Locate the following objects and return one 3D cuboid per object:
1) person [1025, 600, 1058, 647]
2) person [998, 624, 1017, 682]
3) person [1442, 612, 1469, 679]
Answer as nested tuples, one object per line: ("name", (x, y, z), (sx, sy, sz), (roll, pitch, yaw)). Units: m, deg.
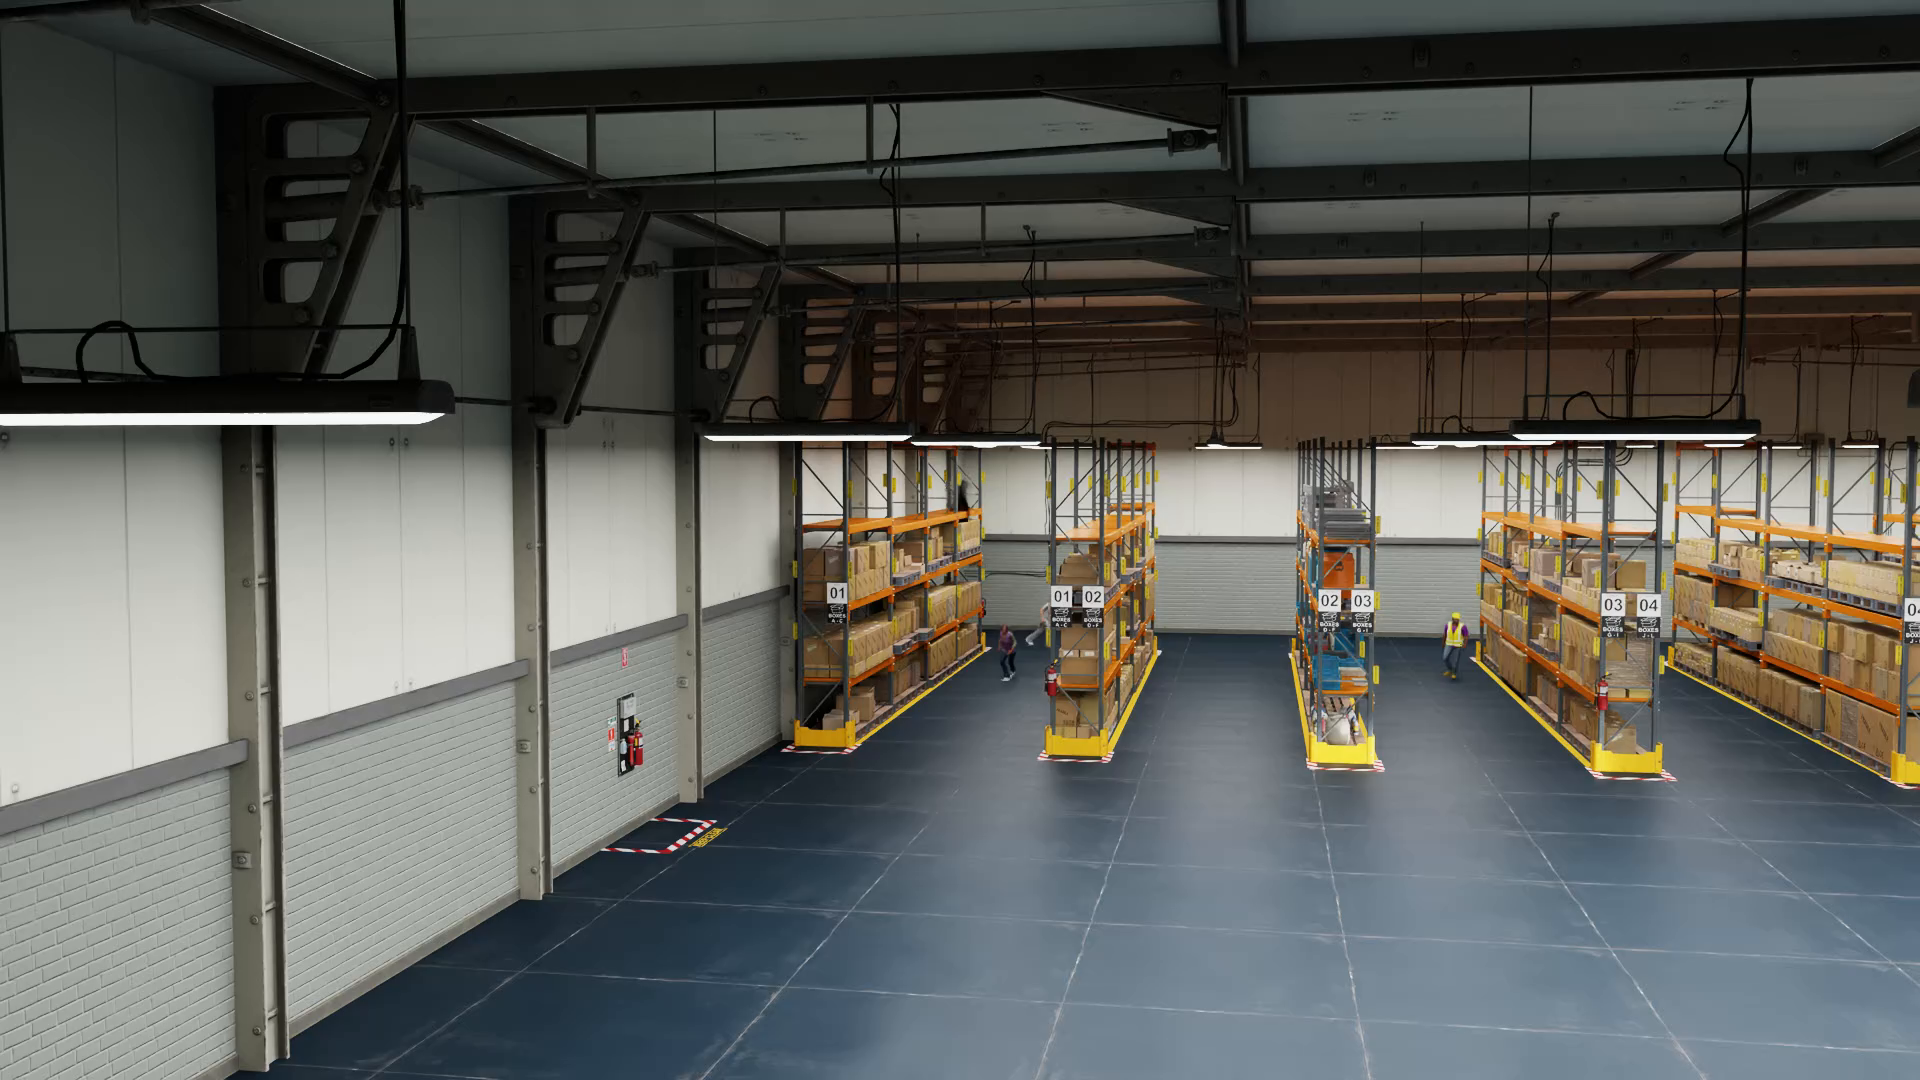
("person", (2.410, 2.372, 48.789), (1.029, 1.528, 0.555), (2, 3, 27))
("person", (1.242, 2.790, 41.603), (0.534, 1.440, 0.997), (1, 3, 23))
("person", (12.416, 2.648, 41.753), (0.711, 1.713, 0.691), (2, 3, 27))
